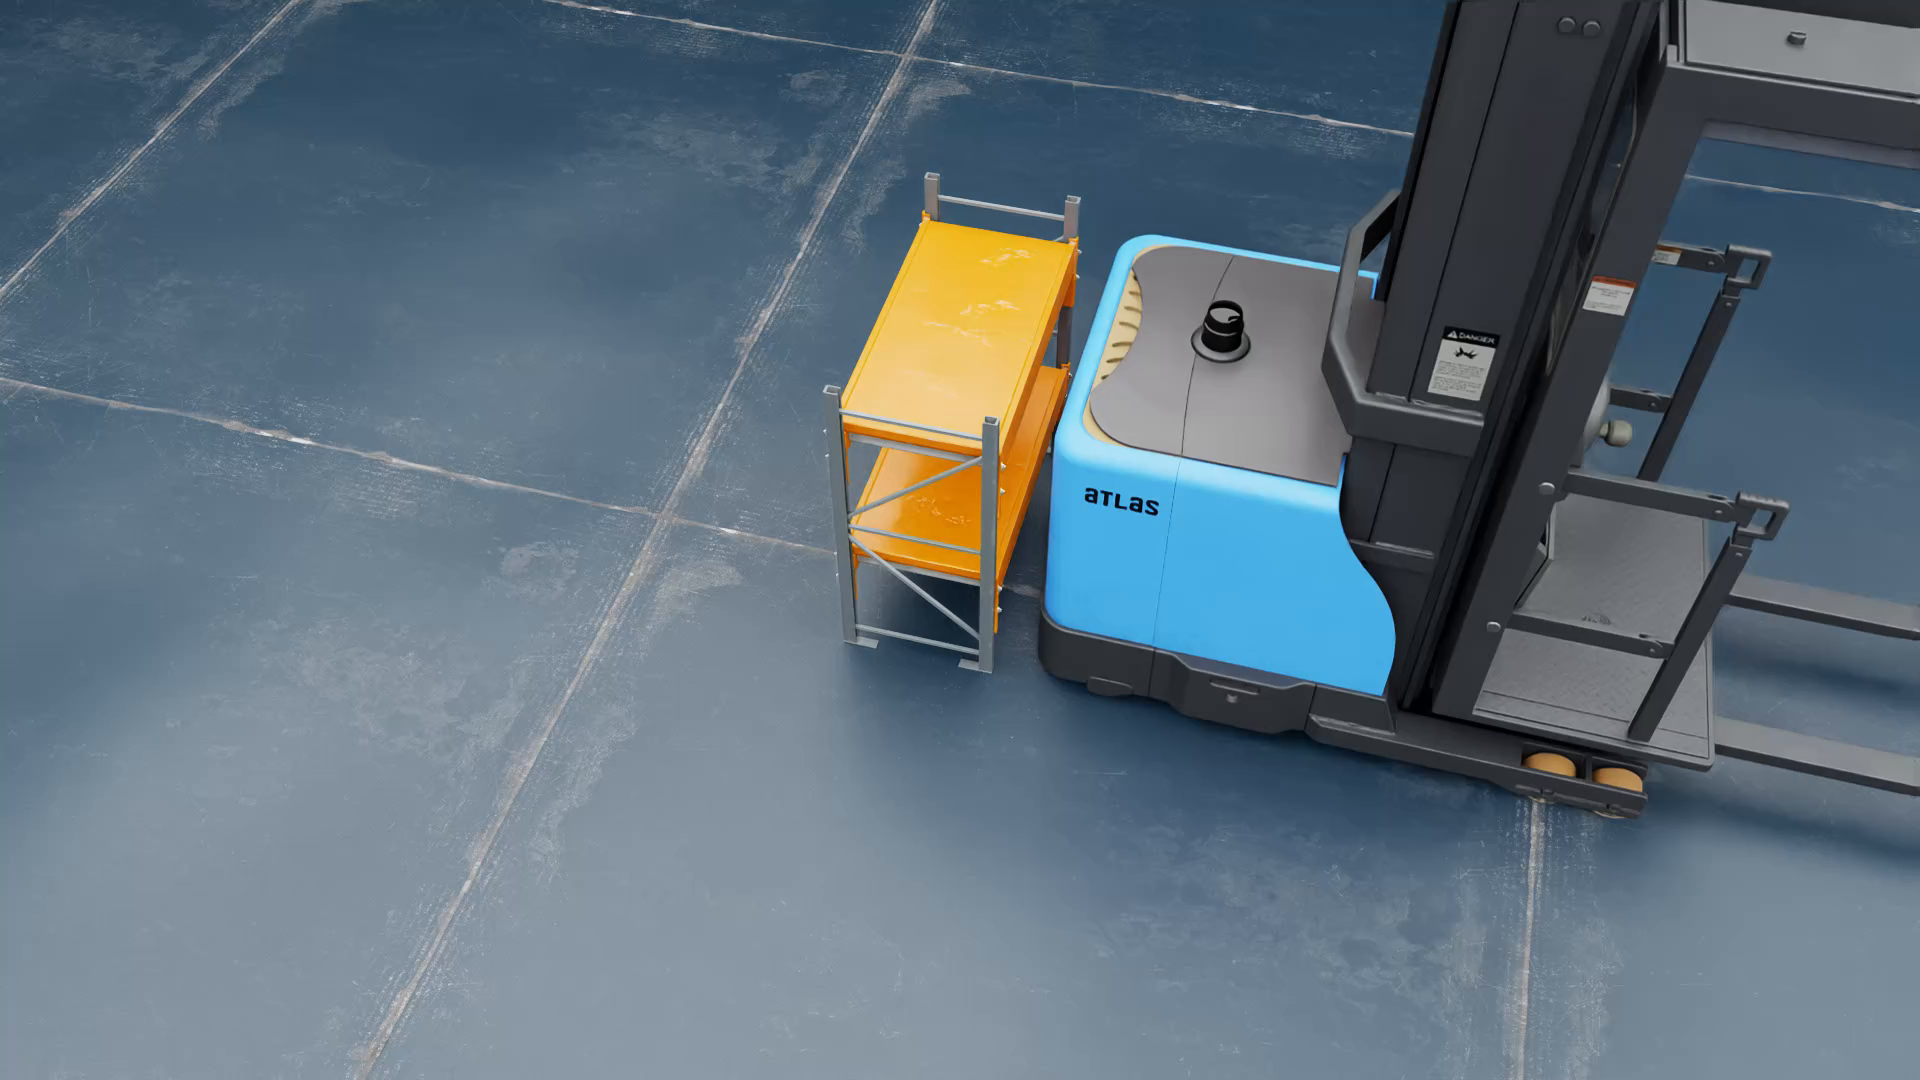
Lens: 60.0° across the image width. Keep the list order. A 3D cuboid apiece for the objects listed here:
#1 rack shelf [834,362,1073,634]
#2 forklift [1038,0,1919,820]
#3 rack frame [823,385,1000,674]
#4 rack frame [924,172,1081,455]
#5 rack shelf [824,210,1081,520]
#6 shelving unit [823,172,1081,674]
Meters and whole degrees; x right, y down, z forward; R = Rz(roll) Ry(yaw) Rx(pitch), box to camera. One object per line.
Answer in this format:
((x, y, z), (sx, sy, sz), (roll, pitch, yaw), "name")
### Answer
((-0.002, -0.206, 5.507), (0.538, 0.278, 1.000), (12, 50, 10), "rack shelf")
((1.824, -0.579, 4.306), (3.031, 2.935, 1.130), (12, 50, 10), "forklift")
((-0.136, 0.000, 4.999), (0.500, 1.125, 0.032), (12, 50, 10), "rack frame")
((0.132, -0.735, 5.648), (0.500, 1.125, 0.032), (12, 50, 10), "rack frame")
((-0.002, -0.561, 5.104), (0.538, 0.278, 1.000), (12, 50, 10), "rack shelf")
((-0.002, -0.367, 5.324), (0.538, 1.125, 1.048), (12, 50, 10), "shelving unit")
